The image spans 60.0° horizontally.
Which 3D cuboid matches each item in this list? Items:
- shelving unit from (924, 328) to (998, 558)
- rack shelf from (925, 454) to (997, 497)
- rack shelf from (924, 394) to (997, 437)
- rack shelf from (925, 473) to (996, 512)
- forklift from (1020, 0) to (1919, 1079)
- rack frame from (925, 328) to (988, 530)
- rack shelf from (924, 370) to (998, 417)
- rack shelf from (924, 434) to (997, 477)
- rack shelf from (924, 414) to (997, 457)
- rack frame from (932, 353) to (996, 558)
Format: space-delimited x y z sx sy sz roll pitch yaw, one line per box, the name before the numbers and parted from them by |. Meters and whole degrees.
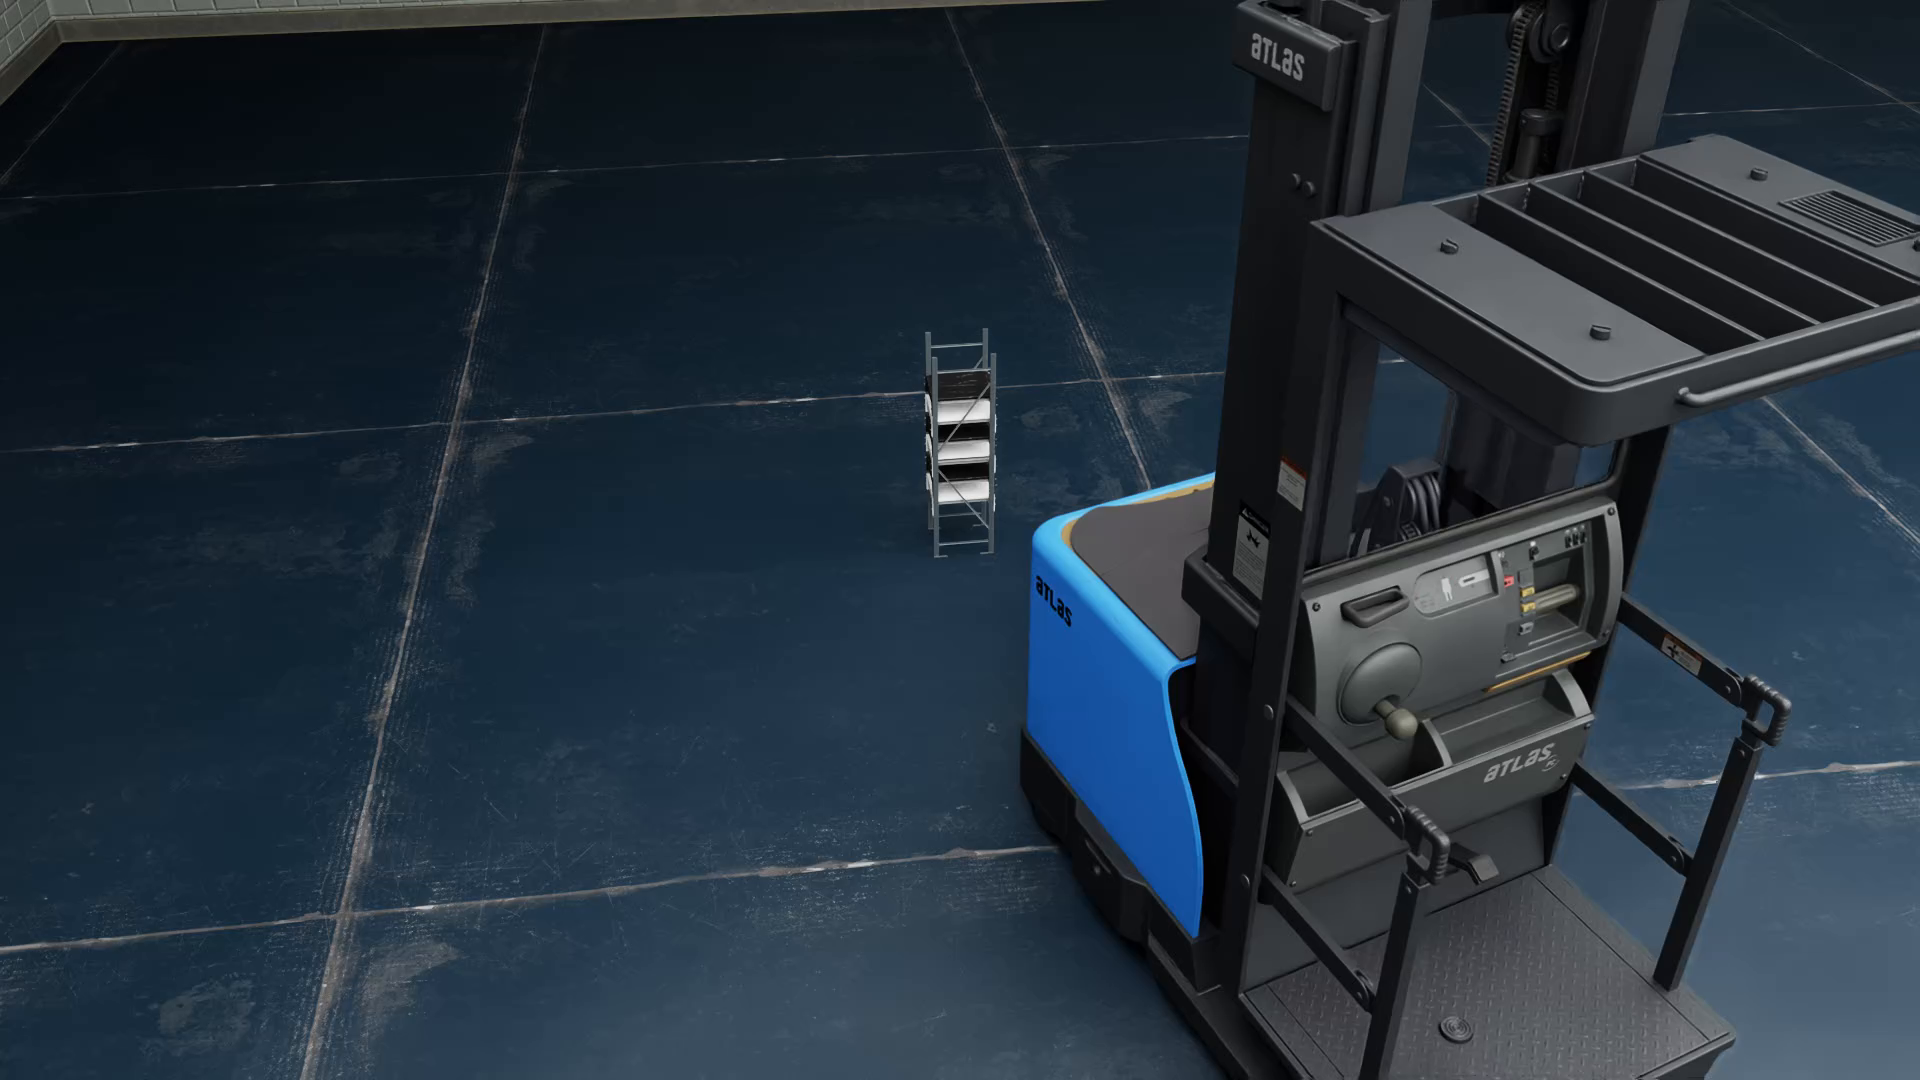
shelving unit | 0.001 -0.367 6.490 0.258 0.900 0.210 -4 35 -6
rack shelf | 0.001 -0.265 6.559 0.258 0.077 0.200 -4 35 -6
rack shelf | 0.001 -0.489 6.407 0.258 0.077 0.200 -4 35 -6
rack shelf | 0.001 -0.191 6.610 0.258 0.077 0.200 -4 35 -6
forklift | 1.302 0.246 3.786 1.130 2.935 3.031 -16 37 -22
rack frame | -0.013 -0.424 6.573 0.240 0.900 0.006 -4 35 -6
rack shelf | 0.001 -0.563 6.357 0.258 0.077 0.200 -4 35 -6
rack shelf | 0.001 -0.340 6.509 0.258 0.077 0.200 -4 35 -6
rack shelf | 0.001 -0.414 6.458 0.258 0.077 0.200 -4 35 -6
rack frame | 0.015 -0.311 6.407 0.240 0.900 0.006 -4 35 -6
